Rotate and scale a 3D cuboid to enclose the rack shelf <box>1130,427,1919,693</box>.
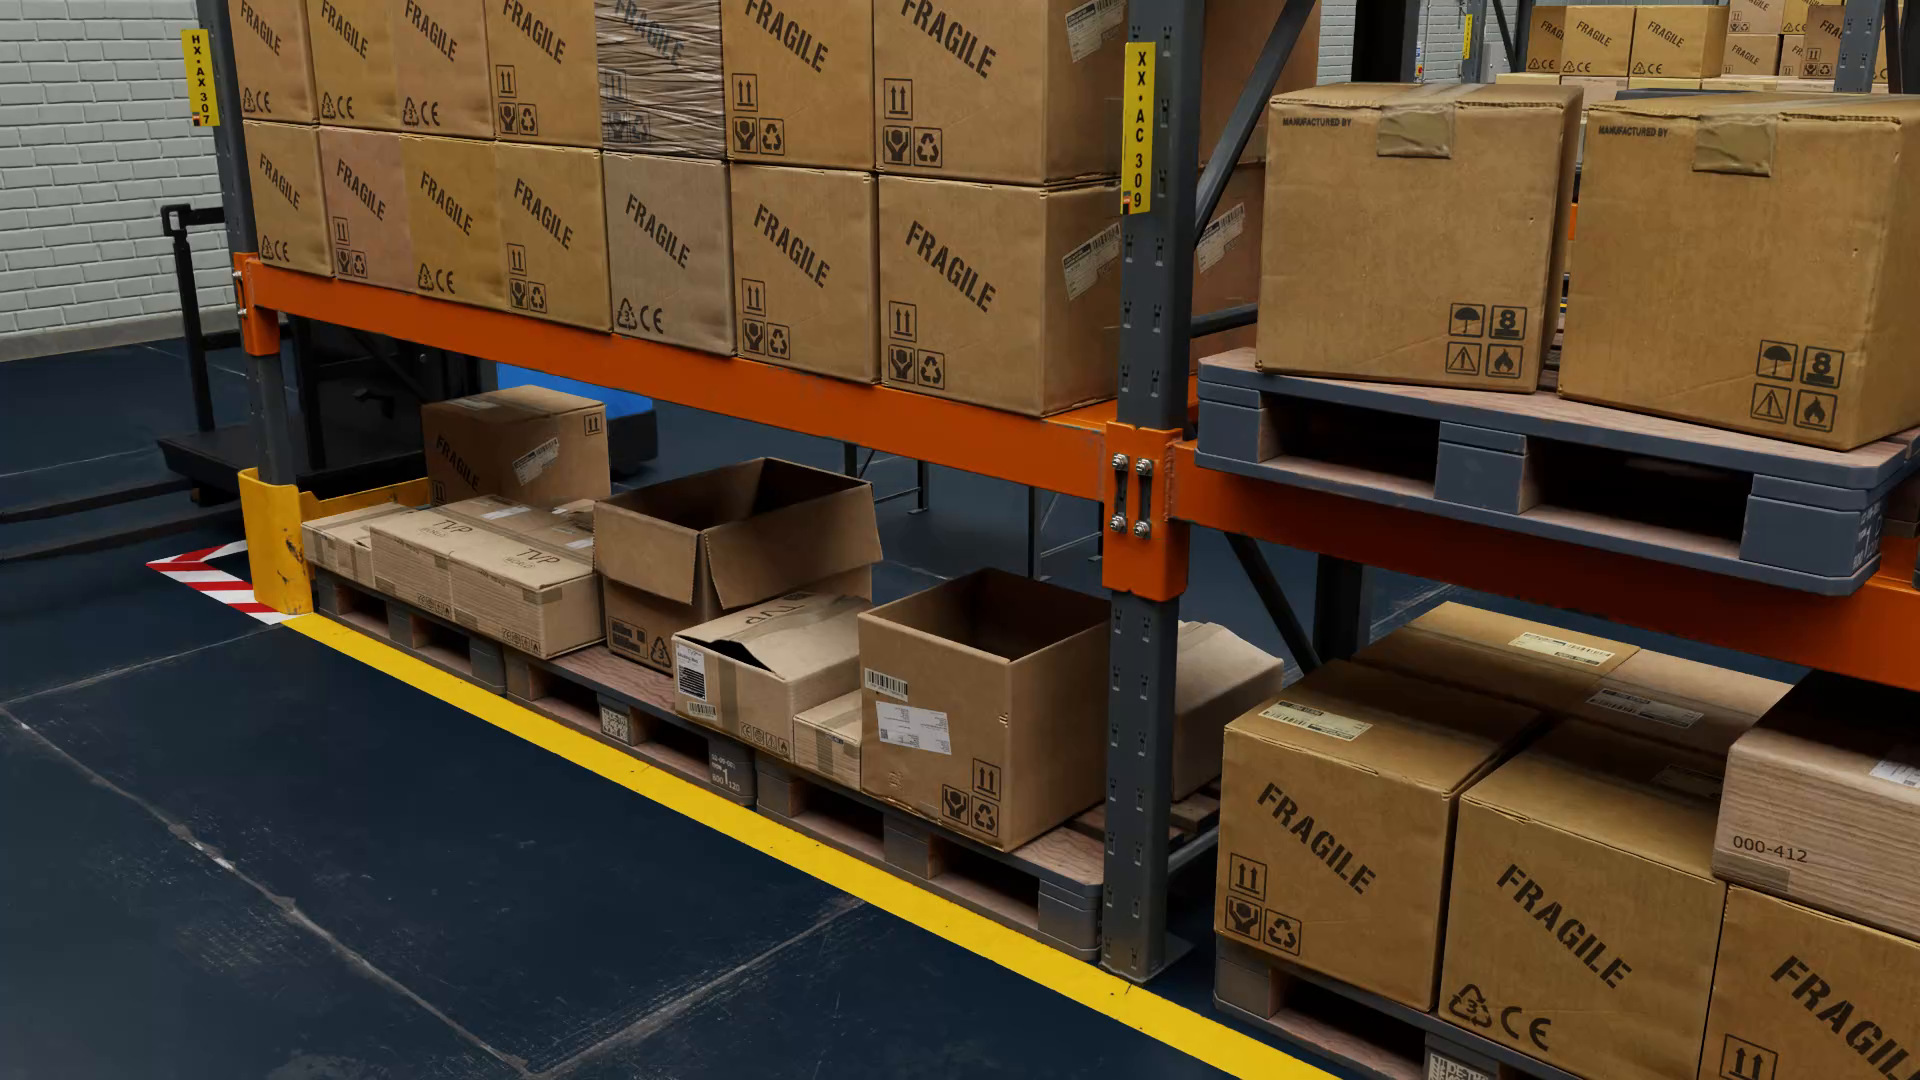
[{"bbox_3d":[2.202,0.226,2.630,4.000,0.370,1.077,15,23,39],"label":"rack shelf"}]

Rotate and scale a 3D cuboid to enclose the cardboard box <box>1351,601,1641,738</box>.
[{"bbox_3d":[1.265,0.498,3.990,0.500,0.500,0.500,15,23,39],"label":"cardboard box"}]

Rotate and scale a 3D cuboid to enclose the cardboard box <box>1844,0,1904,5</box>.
[{"bbox_3d":[8.576,-4.970,15.505,0.500,0.500,0.500,14,23,38],"label":"cardboard box"}]

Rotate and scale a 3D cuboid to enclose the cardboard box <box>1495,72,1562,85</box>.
[{"bbox_3d":[4.472,-3.475,12.859,0.500,0.250,0.500,14,23,38],"label":"cardboard box"}]

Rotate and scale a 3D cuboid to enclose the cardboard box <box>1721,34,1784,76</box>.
[{"bbox_3d":[7.813,-4.701,16.308,0.500,0.500,0.500,16,24,42],"label":"cardboard box"}]

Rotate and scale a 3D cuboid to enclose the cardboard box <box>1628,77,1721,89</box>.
[{"bbox_3d":[5.239,-3.270,12.214,0.500,0.250,0.500,14,22,37],"label":"cardboard box"}]

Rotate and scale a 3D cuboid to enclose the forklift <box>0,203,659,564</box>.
[{"bbox_3d":[-2.833,-1.504,7.005,1.130,2.935,3.031,15,23,39],"label":"forklift"}]

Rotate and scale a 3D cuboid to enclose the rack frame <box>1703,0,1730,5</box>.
[{"bbox_3d":[7.660,-4.664,16.849,0.127,3.000,1.000,15,23,39],"label":"rack frame"}]

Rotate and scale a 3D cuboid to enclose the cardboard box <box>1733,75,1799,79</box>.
[{"bbox_3d":[5.983,-3.287,12.268,0.500,0.250,0.500,15,23,39],"label":"cardboard box"}]

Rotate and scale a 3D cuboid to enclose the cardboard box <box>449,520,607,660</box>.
[{"bbox_3d":[-1.320,0.153,5.488,0.500,0.250,0.500,15,23,39],"label":"cardboard box"}]

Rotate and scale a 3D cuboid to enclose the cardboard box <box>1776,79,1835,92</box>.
[{"bbox_3d":[6.009,-3.064,11.565,0.500,0.250,0.500,16,23,40],"label":"cardboard box"}]

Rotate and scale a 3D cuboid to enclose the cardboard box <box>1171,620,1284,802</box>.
[{"bbox_3d":[0.535,0.420,4.546,0.500,0.311,0.500,15,23,39],"label":"cardboard box"}]

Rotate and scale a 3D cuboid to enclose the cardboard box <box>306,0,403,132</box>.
[{"bbox_3d":[-1.733,-1.594,5.357,0.500,0.500,0.500,15,23,40],"label":"cardboard box"}]

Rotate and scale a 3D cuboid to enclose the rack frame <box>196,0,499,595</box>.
[{"bbox_3d":[-2.286,-1.322,6.317,0.127,3.000,1.000,15,23,39],"label":"rack frame"}]

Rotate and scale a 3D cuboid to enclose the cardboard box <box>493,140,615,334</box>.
[{"bbox_3d":[-0.993,-0.916,4.874,0.500,0.500,0.500,15,23,40],"label":"cardboard box"}]

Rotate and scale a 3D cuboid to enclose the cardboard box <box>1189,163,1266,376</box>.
[{"bbox_3d":[0.505,-0.730,4.288,0.500,0.500,0.500,16,23,41],"label":"cardboard box"}]

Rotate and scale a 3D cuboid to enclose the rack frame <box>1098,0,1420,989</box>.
[{"bbox_3d":[0.706,-0.518,3.786,0.127,3.000,1.000,15,23,39],"label":"rack frame"}]

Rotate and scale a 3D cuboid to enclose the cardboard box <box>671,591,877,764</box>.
[{"bbox_3d":[-0.470,0.353,4.759,0.500,0.311,0.500,15,23,39],"label":"cardboard box"}]

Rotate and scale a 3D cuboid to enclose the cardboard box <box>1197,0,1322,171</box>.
[{"bbox_3d":[0.540,-1.201,4.119,0.500,0.500,0.500,16,23,41],"label":"cardboard box"}]

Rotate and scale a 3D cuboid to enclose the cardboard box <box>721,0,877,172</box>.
[{"bbox_3d":[-0.229,-1.188,4.078,0.500,0.500,0.500,14,23,38],"label":"cardboard box"}]

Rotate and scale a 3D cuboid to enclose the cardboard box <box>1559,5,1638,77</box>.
[{"bbox_3d":[4.846,-3.732,12.429,0.500,0.500,0.500,14,23,38],"label":"cardboard box"}]

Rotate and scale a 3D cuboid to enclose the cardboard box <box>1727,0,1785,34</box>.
[{"bbox_3d":[7.820,-5.180,16.164,0.500,0.500,0.500,15,23,39],"label":"cardboard box"}]

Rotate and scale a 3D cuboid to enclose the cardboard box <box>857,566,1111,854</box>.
[{"bbox_3d":[0.091,0.413,4.256,0.500,0.500,0.500,15,23,39],"label":"cardboard box"}]

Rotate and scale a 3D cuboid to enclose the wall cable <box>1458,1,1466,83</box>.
[{"bbox_3d":[7.570,-7.739,24.857,0.122,1.984,0.588,15,23,39],"label":"wall cable"}]

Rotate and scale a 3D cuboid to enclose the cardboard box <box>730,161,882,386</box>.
[{"bbox_3d":[-0.225,-0.712,4.230,0.500,0.500,0.500,16,24,41],"label":"cardboard box"}]

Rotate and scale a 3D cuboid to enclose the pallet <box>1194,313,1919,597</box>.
[{"bbox_3d":[1.231,-0.242,3.232,1.213,0.211,1.003,15,23,39],"label":"pallet"}]

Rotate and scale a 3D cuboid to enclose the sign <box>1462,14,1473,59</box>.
[{"bbox_3d":[3.919,-3.888,12.842,0.005,0.325,0.100,15,23,39],"label":"sign"}]

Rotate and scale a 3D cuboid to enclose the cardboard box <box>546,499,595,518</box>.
[{"bbox_3d":[-1.473,-0.026,6.190,0.250,0.166,0.380,15,23,39],"label":"cardboard box"}]

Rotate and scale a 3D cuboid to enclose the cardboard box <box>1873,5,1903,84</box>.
[{"bbox_3d":[6.391,-3.320,11.131,0.500,0.500,0.500,15,23,40],"label":"cardboard box"}]

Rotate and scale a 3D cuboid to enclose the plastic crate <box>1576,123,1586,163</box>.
[{"bbox_3d":[2.977,-1.959,8.422,0.530,0.282,0.437,15,23,39],"label":"plastic crate"}]

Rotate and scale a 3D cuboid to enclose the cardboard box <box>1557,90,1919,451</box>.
[{"bbox_3d":[1.468,-0.497,2.859,0.700,0.500,0.500,-14,22,-37],"label":"cardboard box"}]

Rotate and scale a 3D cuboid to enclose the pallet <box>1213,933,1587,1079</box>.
[{"bbox_3d":[1.339,0.966,3.721,1.213,0.211,1.003,15,23,39],"label":"pallet"}]

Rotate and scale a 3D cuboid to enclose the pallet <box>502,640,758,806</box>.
[{"bbox_3d":[-0.724,0.428,5.415,1.213,0.211,1.003,15,23,39],"label":"pallet"}]

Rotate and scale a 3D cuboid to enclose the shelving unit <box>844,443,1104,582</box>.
[{"bbox_3d":[0.064,-0.698,6.831,1.048,1.500,0.538,15,23,39],"label":"shelving unit"}]

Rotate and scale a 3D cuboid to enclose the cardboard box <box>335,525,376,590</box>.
[{"bbox_3d":[-2.014,0.031,6.011,0.250,0.166,0.380,15,23,39],"label":"cardboard box"}]

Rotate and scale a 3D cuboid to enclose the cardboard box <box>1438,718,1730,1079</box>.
[{"bbox_3d":[1.312,0.720,3.289,0.500,0.500,0.500,15,23,40],"label":"cardboard box"}]

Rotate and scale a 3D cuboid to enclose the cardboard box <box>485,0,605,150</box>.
[{"bbox_3d":[-0.982,-1.390,4.716,0.500,0.500,0.500,15,23,39],"label":"cardboard box"}]

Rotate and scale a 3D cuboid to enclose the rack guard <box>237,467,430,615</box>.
[{"bbox_3d":[-2.229,-0.115,6.647,0.348,0.500,1.175,15,23,39],"label":"rack guard"}]

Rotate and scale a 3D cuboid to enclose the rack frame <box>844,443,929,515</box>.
[{"bbox_3d":[-0.316,-0.800,7.152,0.032,1.500,0.500,15,23,39],"label":"rack frame"}]

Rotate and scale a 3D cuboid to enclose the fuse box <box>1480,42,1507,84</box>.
[{"bbox_3d":[8.141,-6.763,25.593,0.414,1.711,0.539,15,23,39],"label":"fuse box"}]

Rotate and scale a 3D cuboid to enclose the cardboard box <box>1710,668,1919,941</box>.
[{"bbox_3d":[1.654,0.459,2.872,0.500,0.250,0.500,15,23,39],"label":"cardboard box"}]

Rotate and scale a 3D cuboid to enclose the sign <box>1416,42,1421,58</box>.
[{"bbox_3d":[6.560,-7.061,23.956,0.001,0.218,0.327,15,23,39],"label":"sign"}]

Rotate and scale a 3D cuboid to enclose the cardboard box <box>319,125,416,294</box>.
[{"bbox_3d":[-1.740,-1.118,5.511,0.500,0.500,0.500,15,23,39],"label":"cardboard box"}]

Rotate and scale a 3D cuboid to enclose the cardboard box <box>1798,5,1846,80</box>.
[{"bbox_3d":[6.340,-3.545,11.839,0.500,0.500,0.500,14,22,38],"label":"cardboard box"}]
